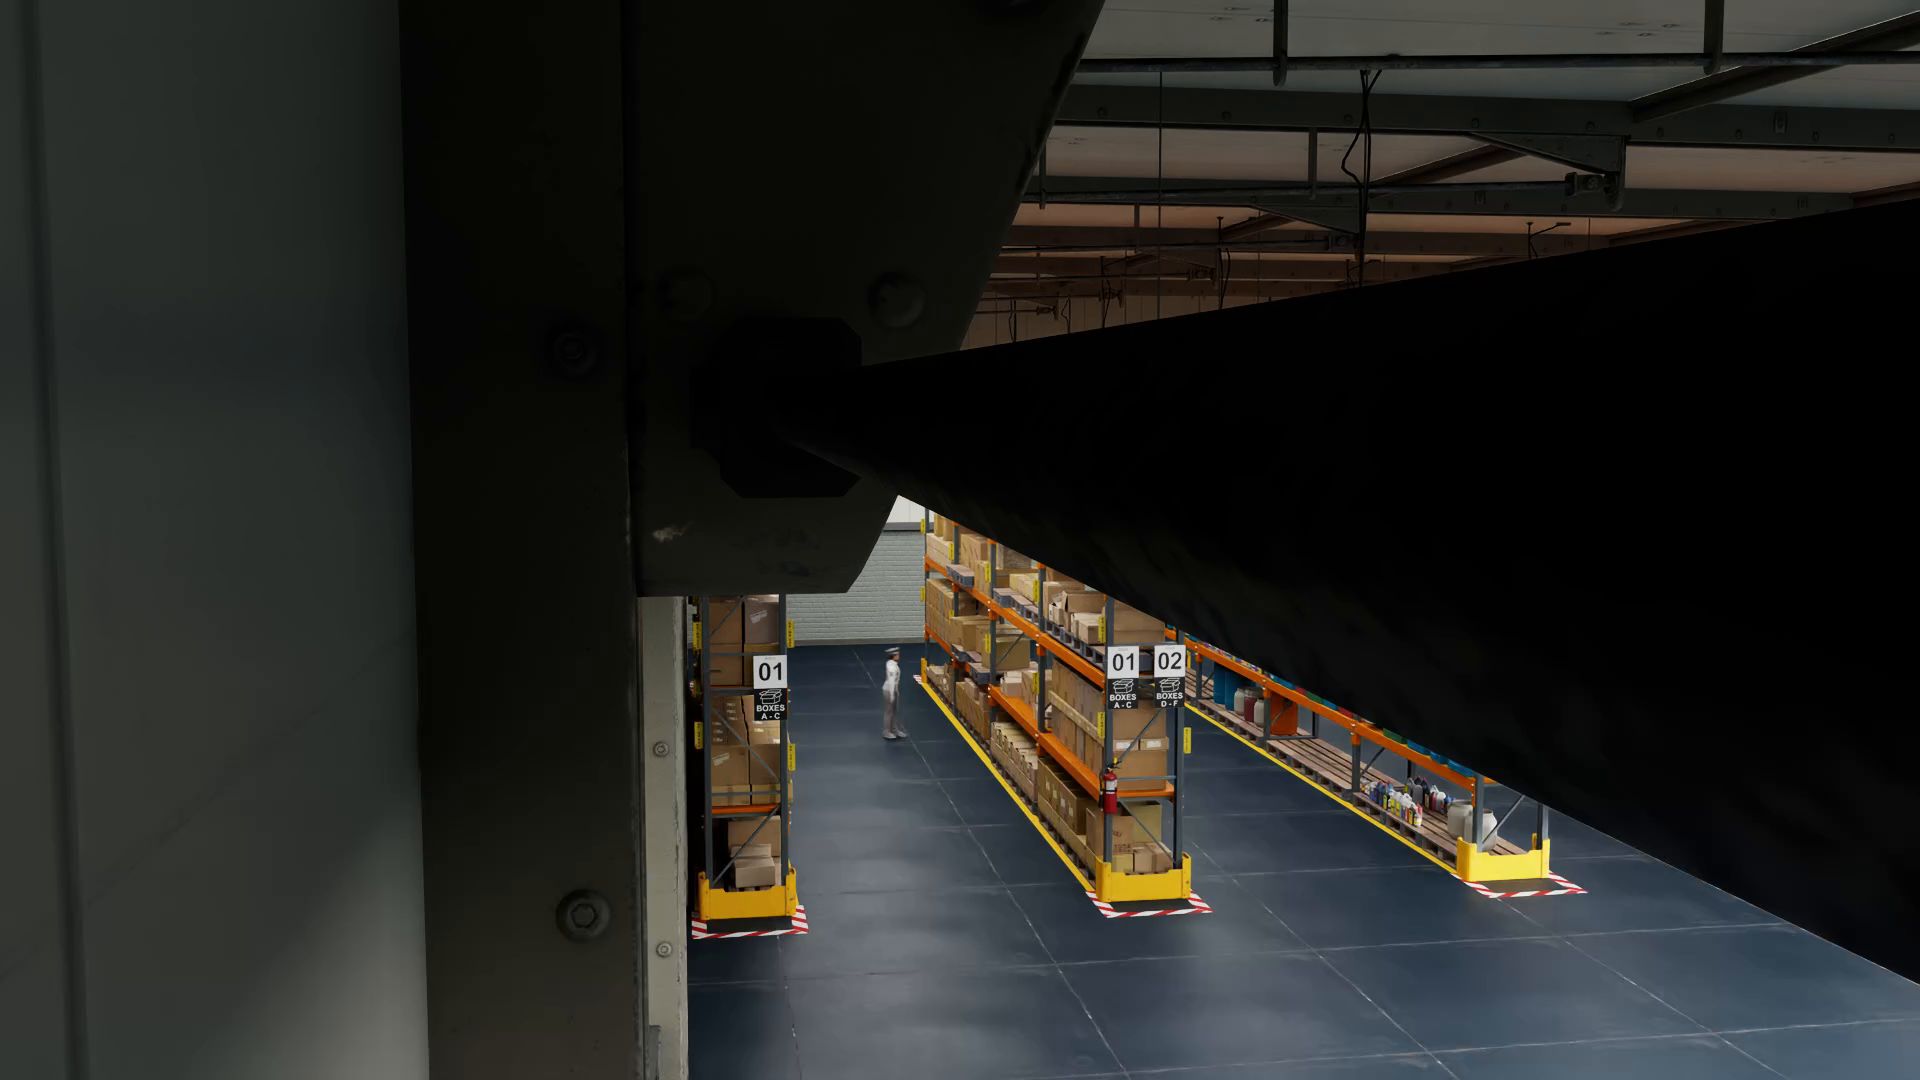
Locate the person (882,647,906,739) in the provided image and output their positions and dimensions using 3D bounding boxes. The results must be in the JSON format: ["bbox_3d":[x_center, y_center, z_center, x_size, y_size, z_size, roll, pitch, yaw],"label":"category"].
[{"bbox_3d":[-1.219,2.806,30.570,0.425,1.683,0.511,0,5,1],"label":"person"}]
